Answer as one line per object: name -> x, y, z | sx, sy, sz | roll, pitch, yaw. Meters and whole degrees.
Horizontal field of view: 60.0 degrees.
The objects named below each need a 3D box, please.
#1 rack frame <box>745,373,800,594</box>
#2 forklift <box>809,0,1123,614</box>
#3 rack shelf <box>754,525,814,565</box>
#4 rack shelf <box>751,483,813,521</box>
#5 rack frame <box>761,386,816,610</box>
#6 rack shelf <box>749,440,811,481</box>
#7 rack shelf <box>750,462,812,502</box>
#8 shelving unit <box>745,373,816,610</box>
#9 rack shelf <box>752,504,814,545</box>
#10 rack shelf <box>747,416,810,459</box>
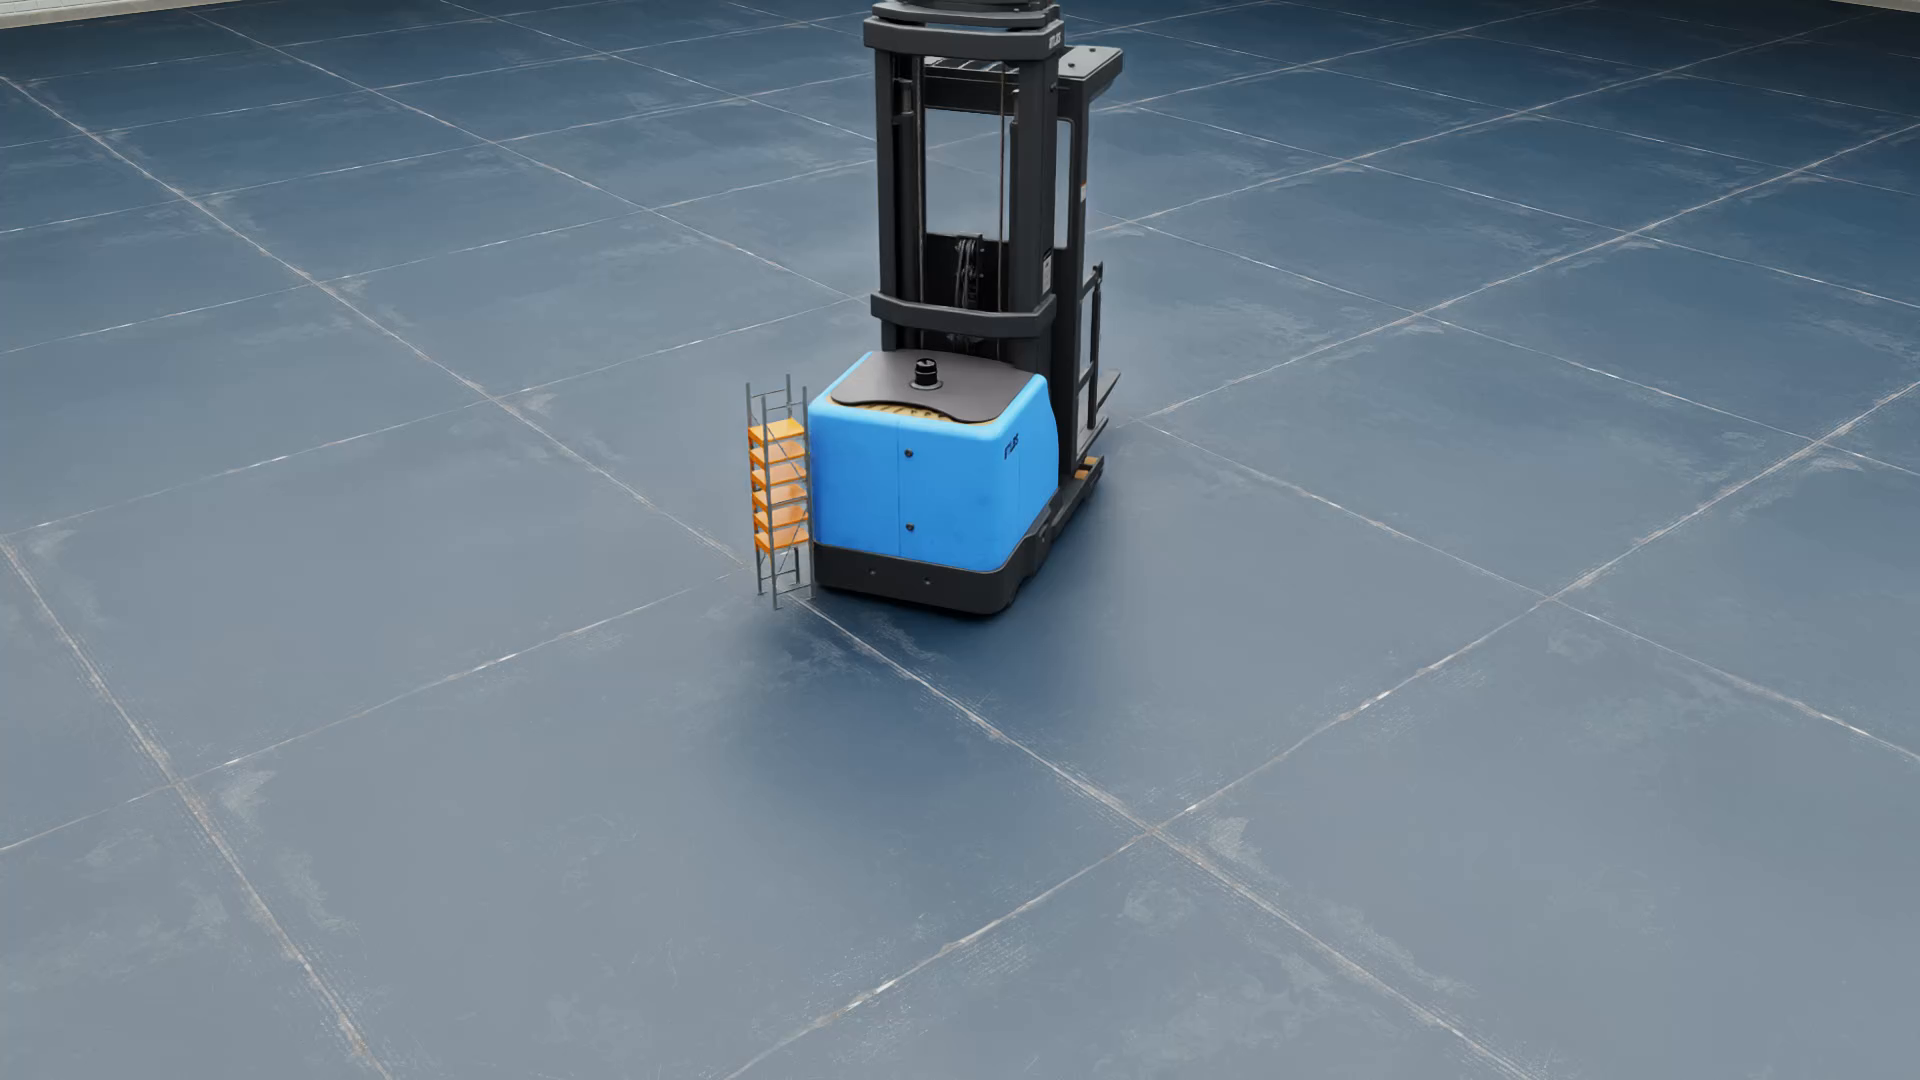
rack frame -> -0.949, -0.270, 8.478 | 0.240, 1.200, 0.006 | -16, 33, -27
forklift -> 0.213, -1.594, 9.124 | 1.130, 2.935, 3.031 | 10, 30, 18
rack shelf -> -0.904, 0.017, 8.546 | 0.258, 0.103, 0.180 | -16, 33, -27
rack shelf -> -0.903, -0.193, 8.430 | 0.258, 0.103, 0.180 | -16, 33, -27
rack frame -> -0.856, -0.194, 8.340 | 0.240, 1.200, 0.006 | -16, 33, -27
rack shelf -> -0.902, -0.404, 8.315 | 0.258, 0.103, 0.180 | -16, 33, -27
rack shelf -> -0.902, -0.298, 8.373 | 0.258, 0.103, 0.180 | -16, 33, -27
shelving unit -> -0.902, -0.232, 8.409 | 0.258, 1.200, 0.189 | -16, 33, -27
rack shelf -> -0.903, -0.088, 8.488 | 0.258, 0.103, 0.180 | -16, 33, -27
rack shelf -> -0.901, -0.509, 8.258 | 0.258, 0.103, 0.180 | -16, 33, -27
